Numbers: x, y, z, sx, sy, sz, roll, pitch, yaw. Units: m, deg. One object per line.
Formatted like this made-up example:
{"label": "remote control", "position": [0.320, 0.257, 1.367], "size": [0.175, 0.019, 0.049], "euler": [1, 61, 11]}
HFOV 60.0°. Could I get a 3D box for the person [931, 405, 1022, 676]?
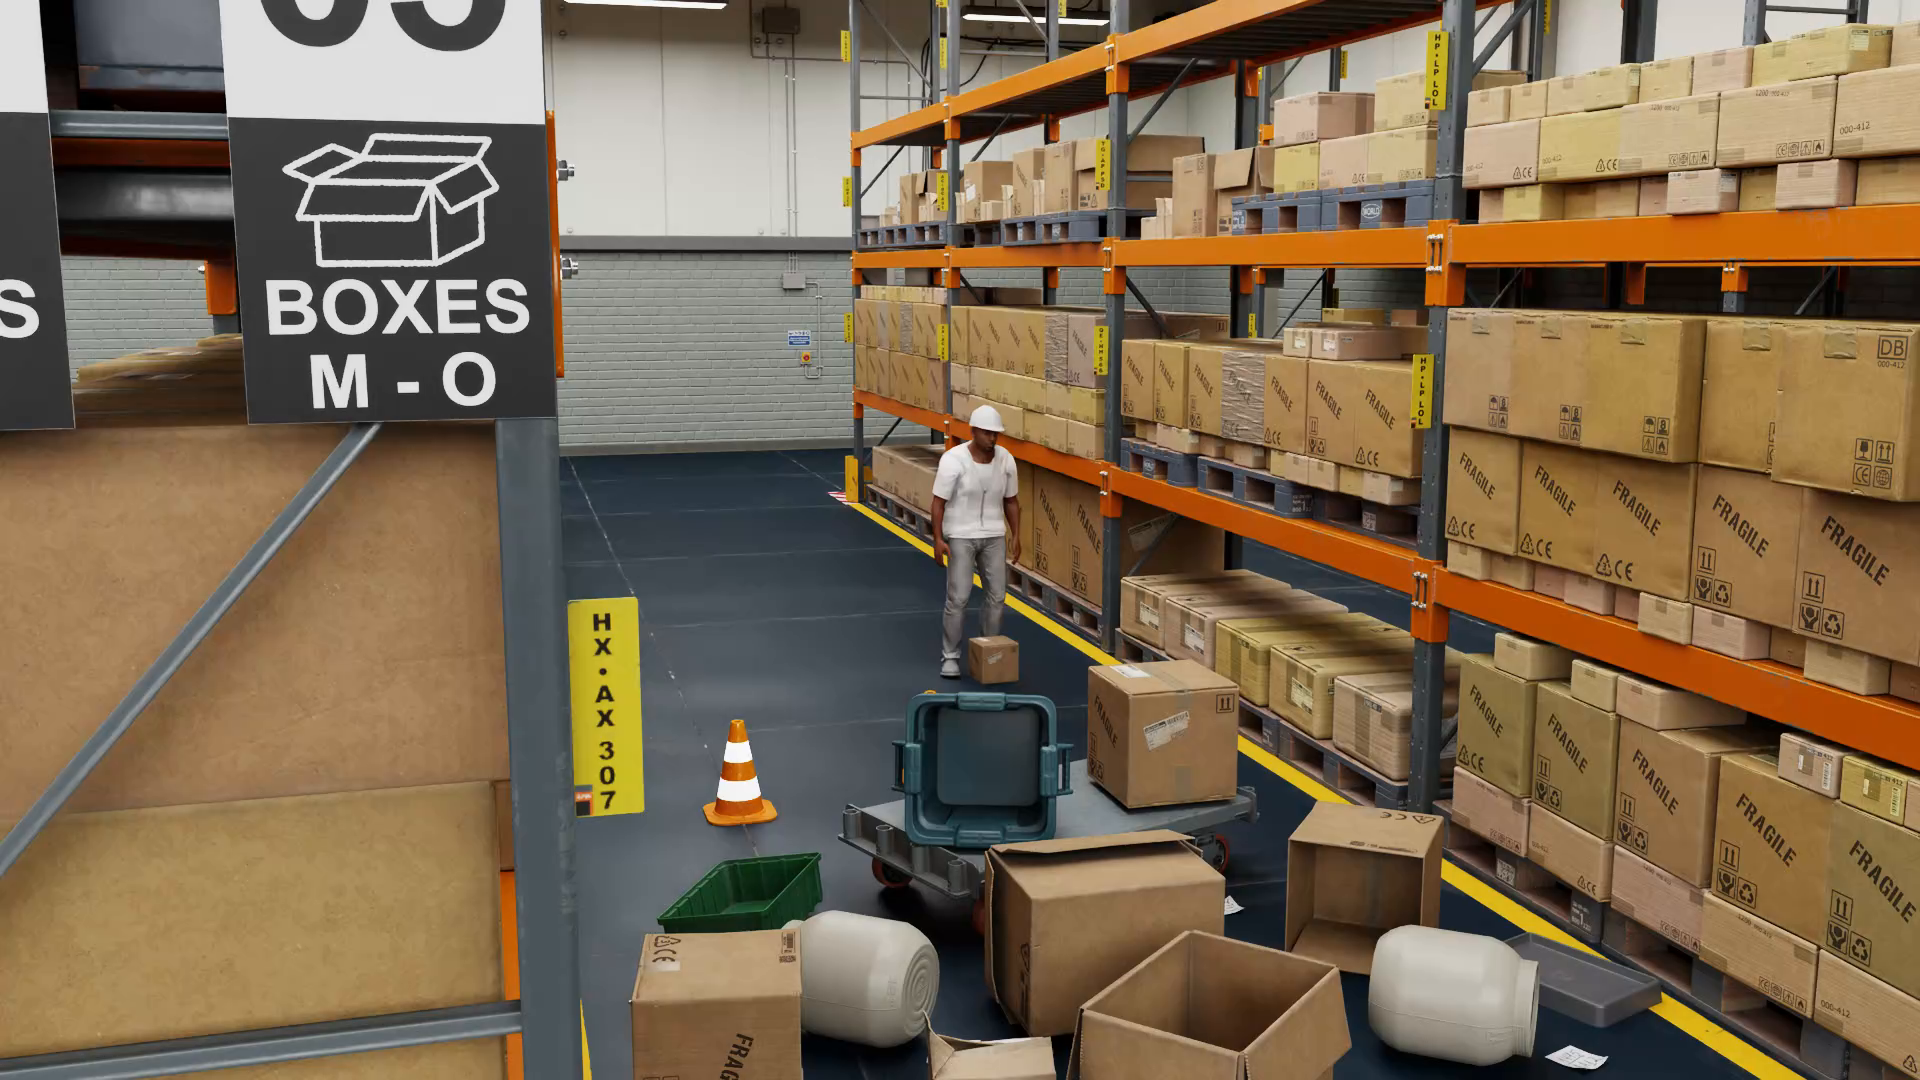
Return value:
{"label": "person", "position": [0.118, -0.001, 10.838], "size": [0.628, 1.755, 0.461], "euler": [-4, 10, -22]}
